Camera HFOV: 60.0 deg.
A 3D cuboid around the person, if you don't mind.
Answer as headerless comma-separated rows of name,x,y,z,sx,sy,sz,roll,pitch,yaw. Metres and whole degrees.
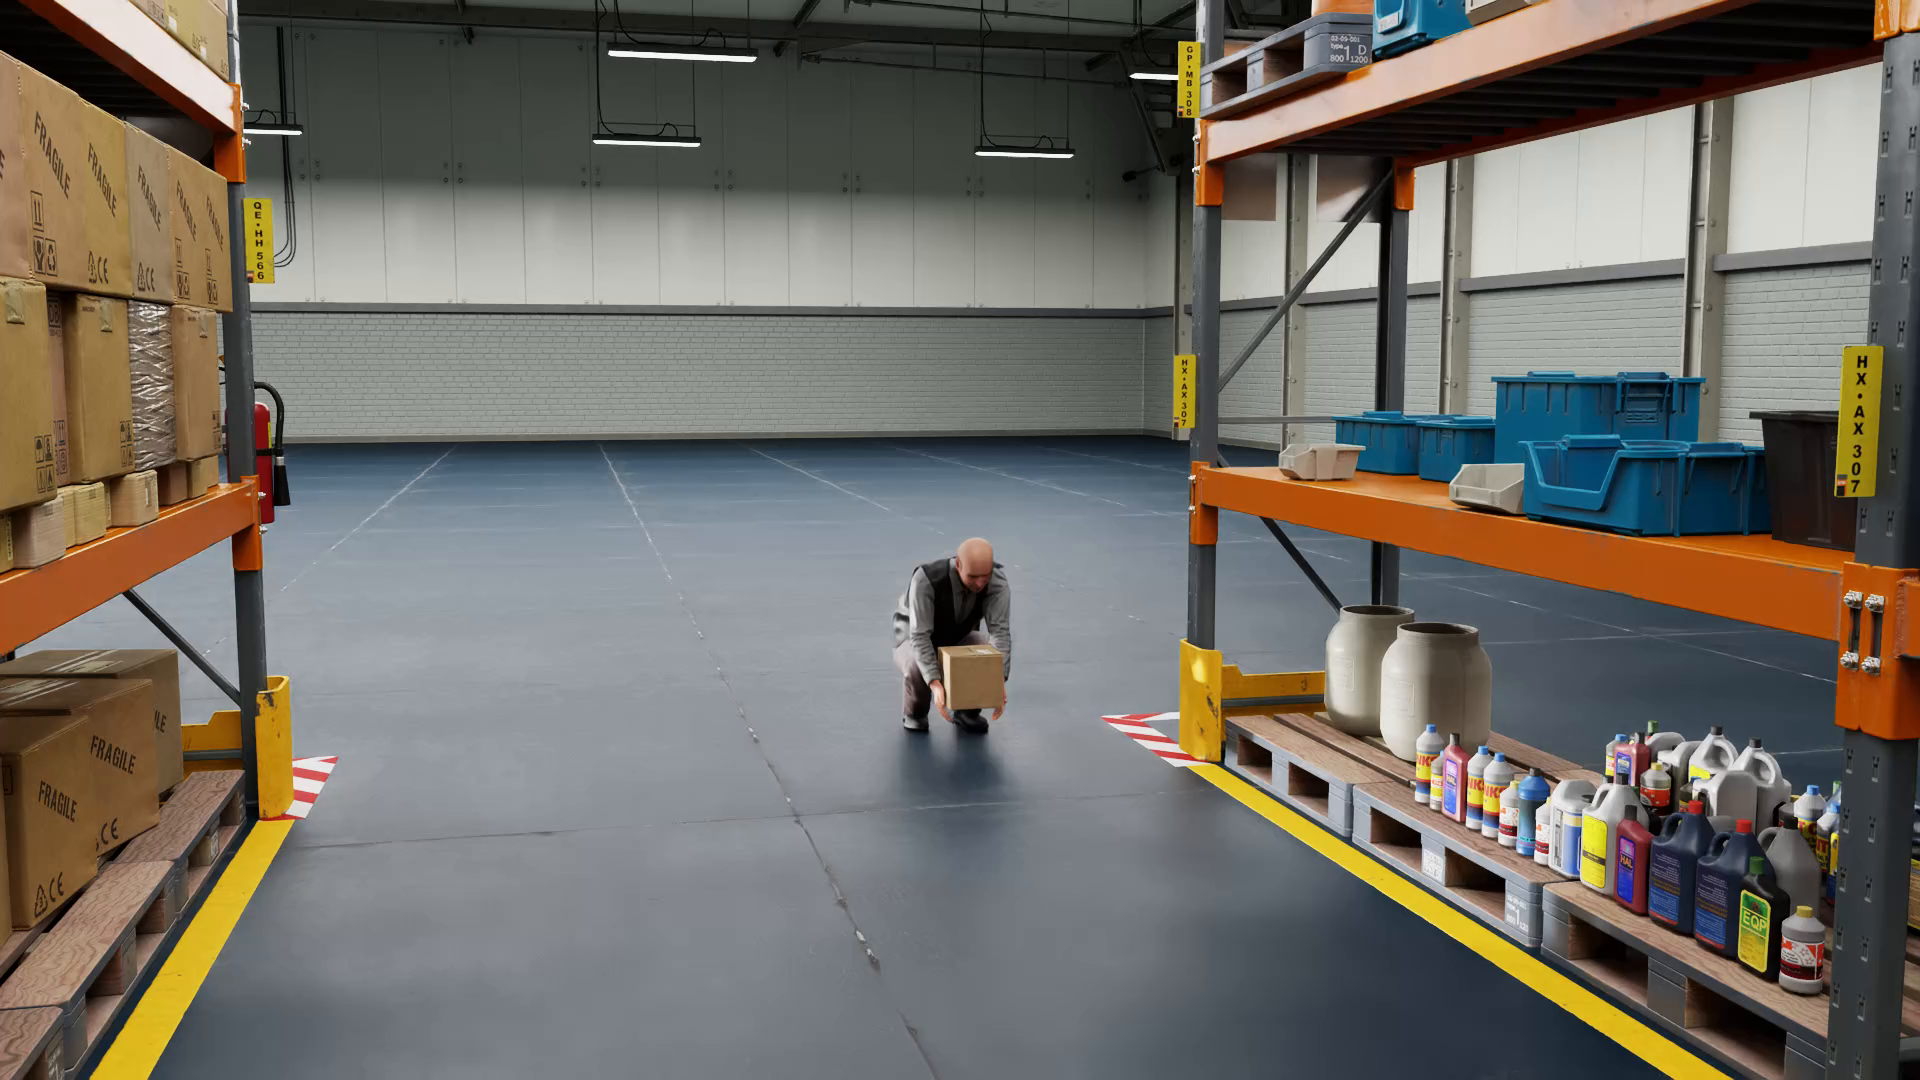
person,-0.038,0.447,7.974,0.529,0.970,0.853,-2,6,-14
